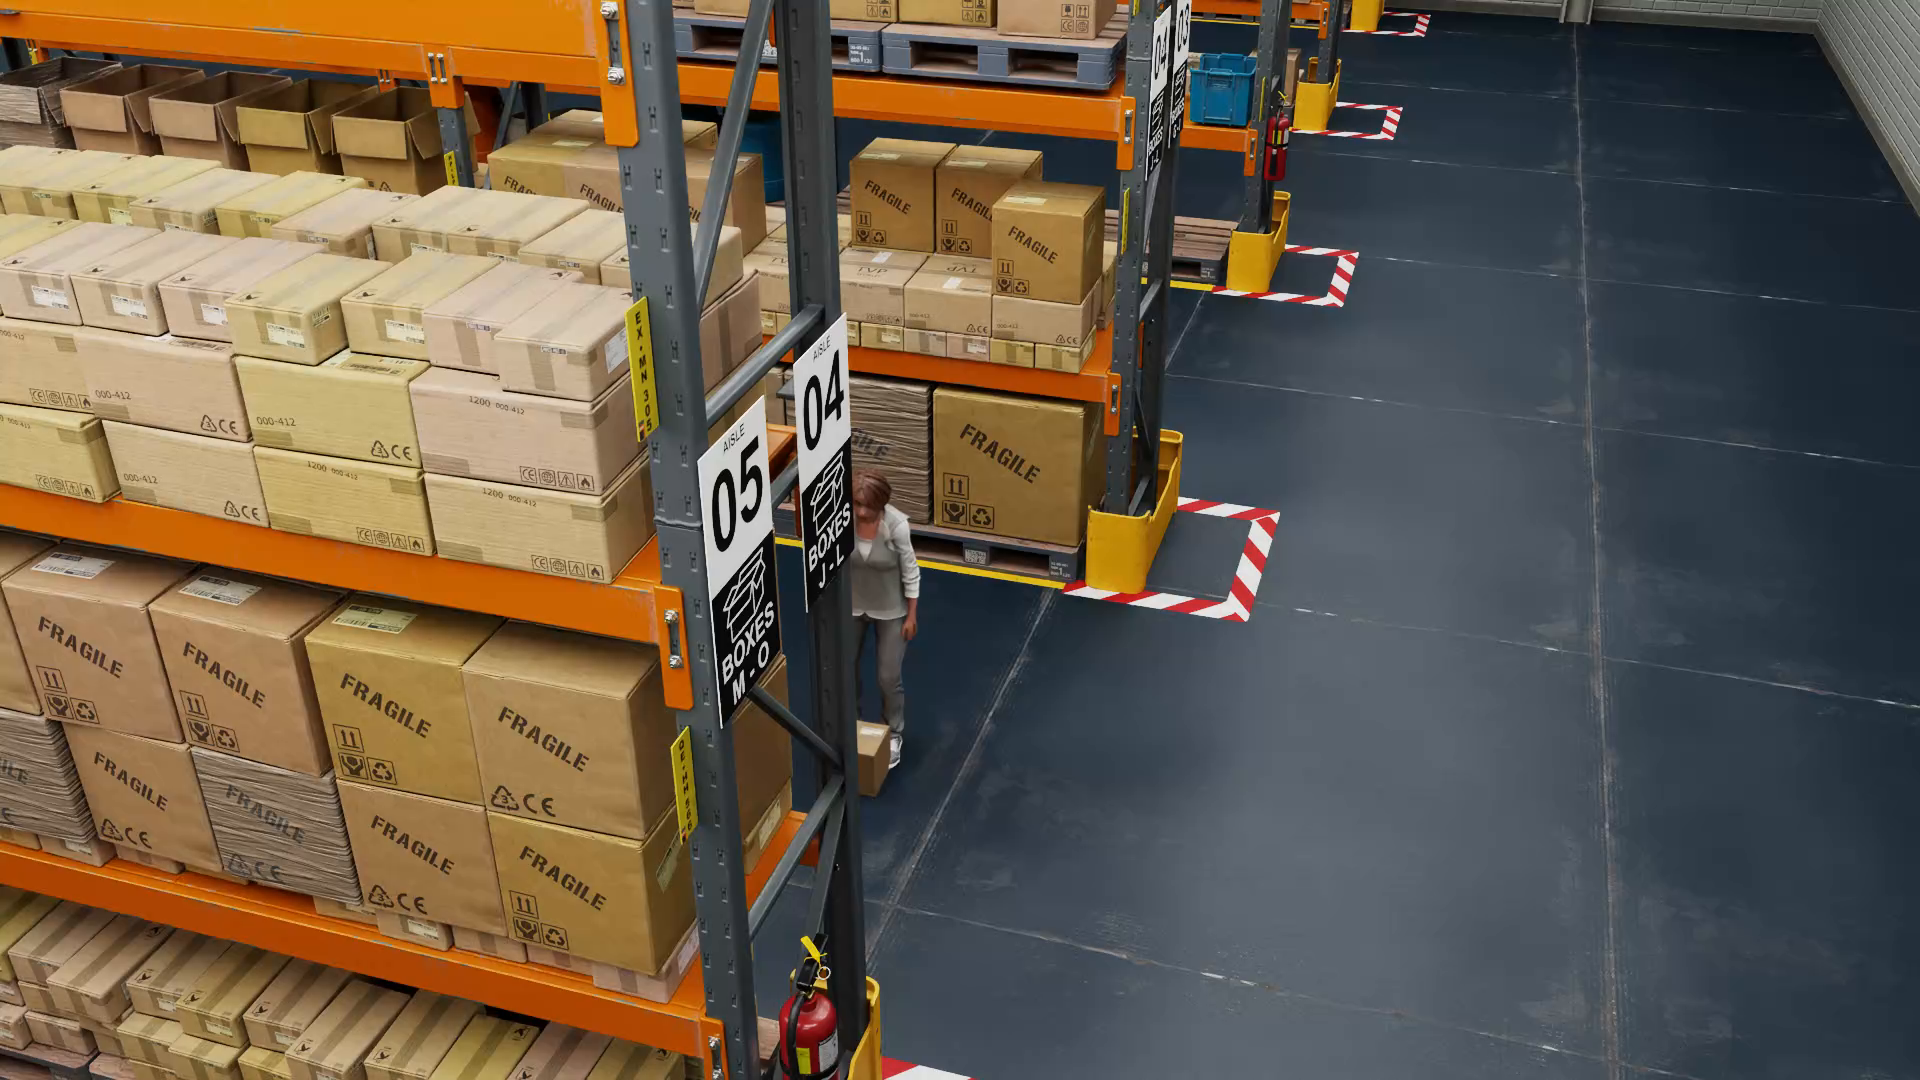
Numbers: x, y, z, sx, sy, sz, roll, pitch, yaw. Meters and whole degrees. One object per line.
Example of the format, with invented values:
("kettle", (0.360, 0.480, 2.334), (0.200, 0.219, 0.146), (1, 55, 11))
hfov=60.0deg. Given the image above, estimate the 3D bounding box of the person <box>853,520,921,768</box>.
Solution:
("person", (-0.425, 0.457, 7.945), (0.484, 1.352, 0.321), (7, 30, 12))
